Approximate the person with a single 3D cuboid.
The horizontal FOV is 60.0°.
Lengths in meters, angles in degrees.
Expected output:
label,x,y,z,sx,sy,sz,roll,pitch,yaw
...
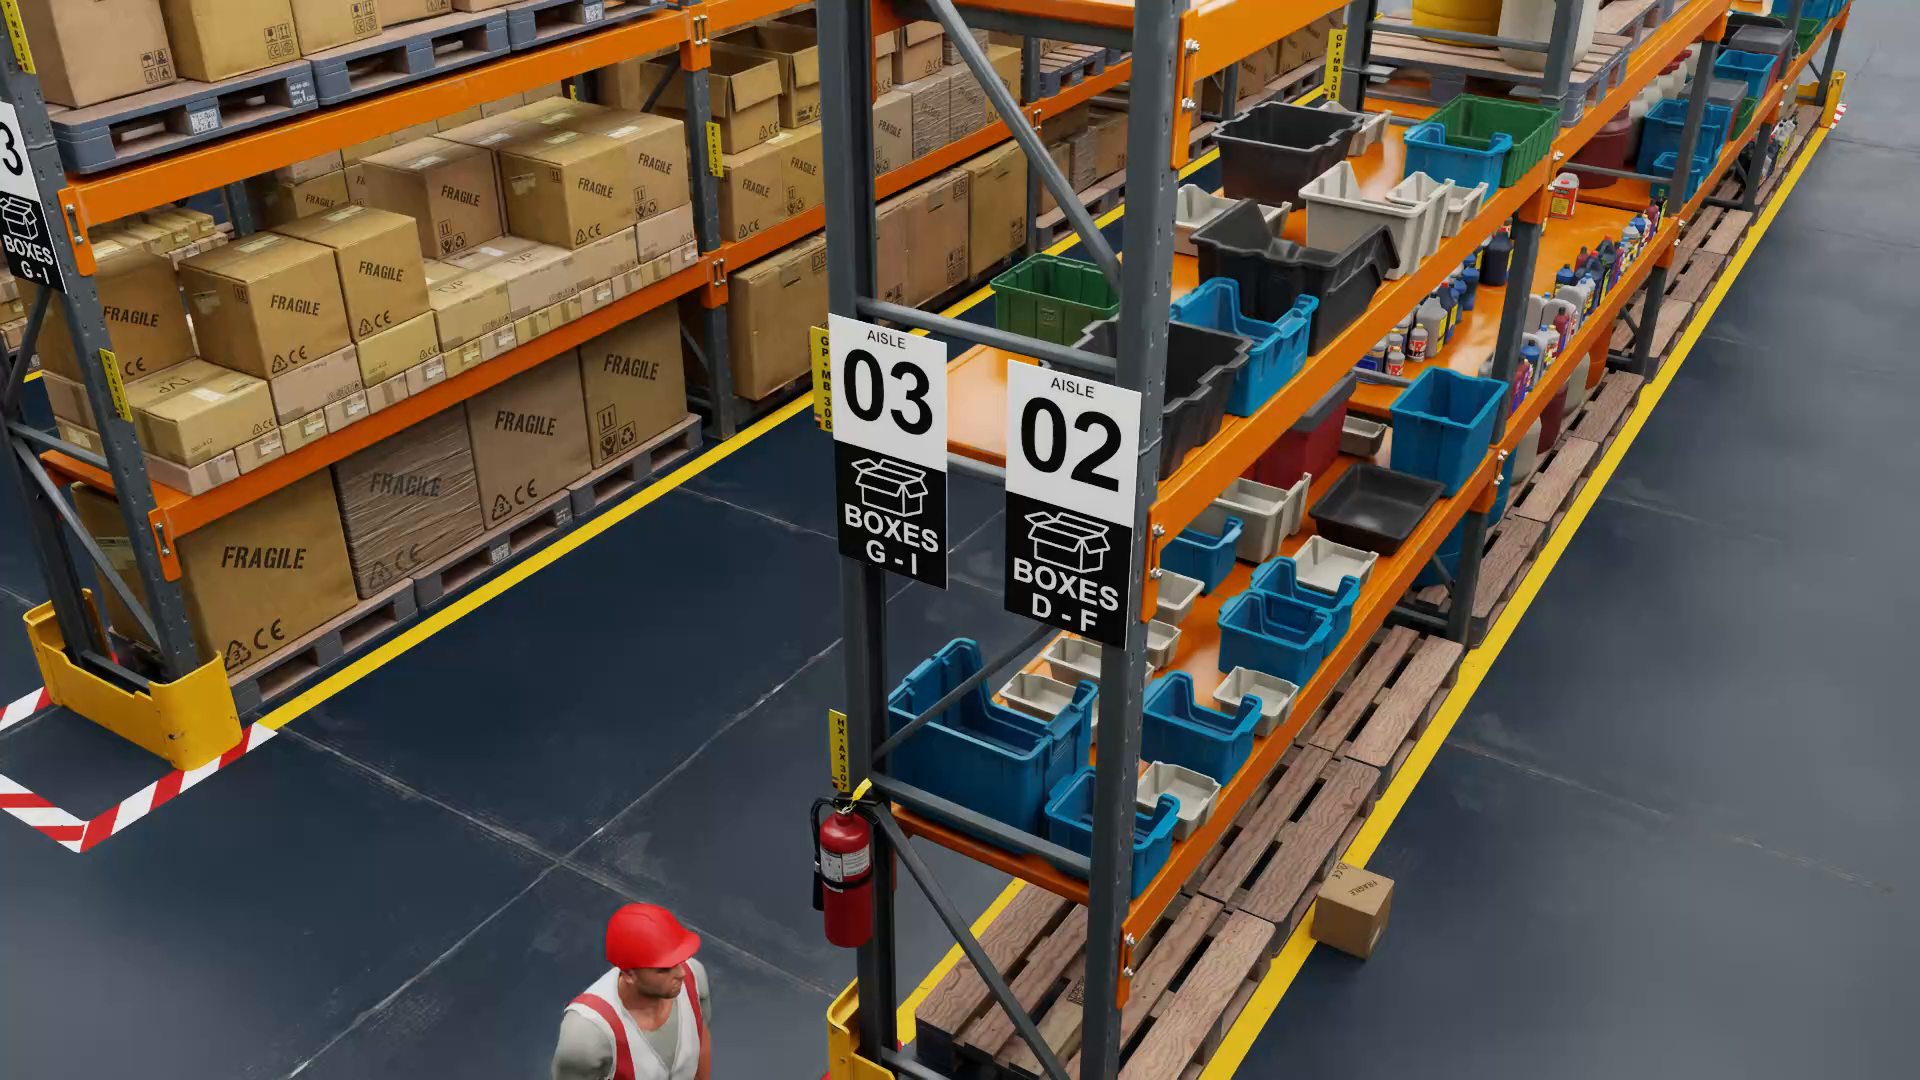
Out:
label,x,y,z,sx,sy,sz,roll,pitch,yaw
person,-1.008,1.779,5.071,0.555,1.781,0.589,22,37,33
